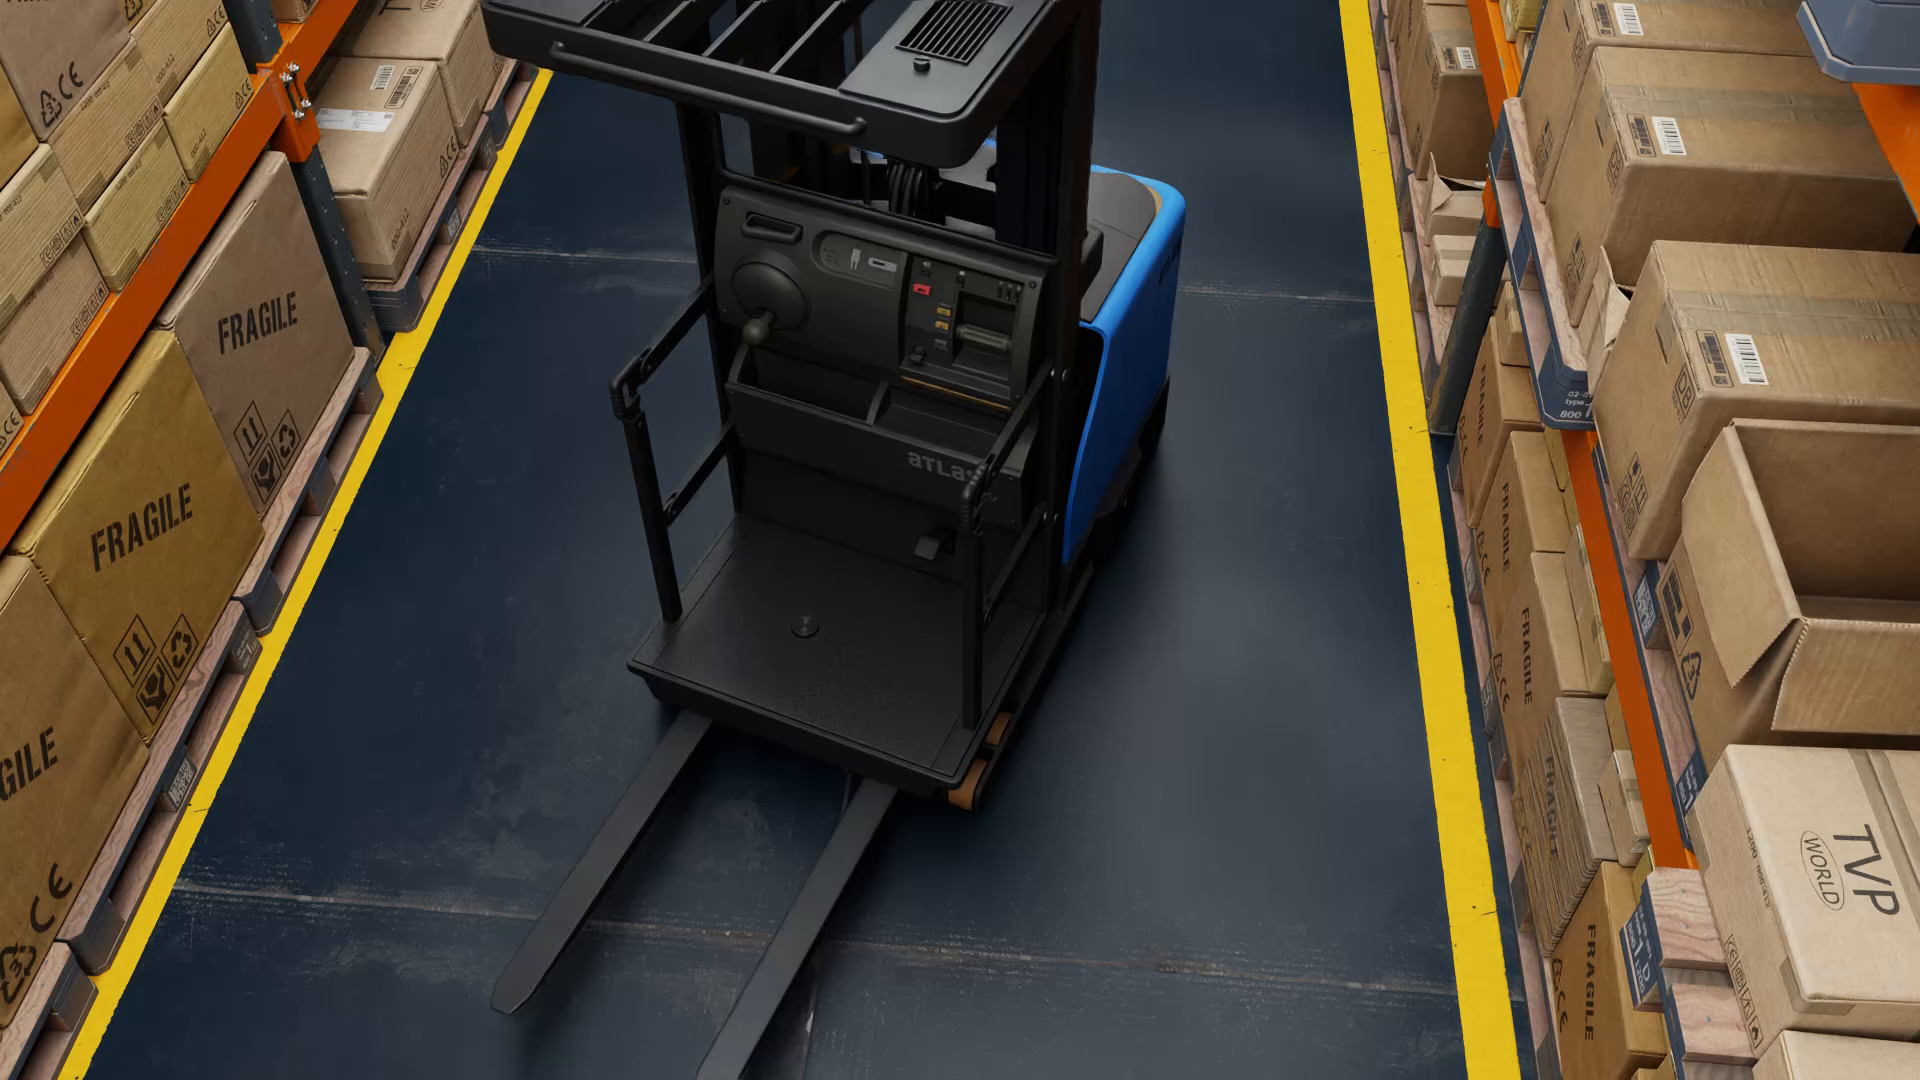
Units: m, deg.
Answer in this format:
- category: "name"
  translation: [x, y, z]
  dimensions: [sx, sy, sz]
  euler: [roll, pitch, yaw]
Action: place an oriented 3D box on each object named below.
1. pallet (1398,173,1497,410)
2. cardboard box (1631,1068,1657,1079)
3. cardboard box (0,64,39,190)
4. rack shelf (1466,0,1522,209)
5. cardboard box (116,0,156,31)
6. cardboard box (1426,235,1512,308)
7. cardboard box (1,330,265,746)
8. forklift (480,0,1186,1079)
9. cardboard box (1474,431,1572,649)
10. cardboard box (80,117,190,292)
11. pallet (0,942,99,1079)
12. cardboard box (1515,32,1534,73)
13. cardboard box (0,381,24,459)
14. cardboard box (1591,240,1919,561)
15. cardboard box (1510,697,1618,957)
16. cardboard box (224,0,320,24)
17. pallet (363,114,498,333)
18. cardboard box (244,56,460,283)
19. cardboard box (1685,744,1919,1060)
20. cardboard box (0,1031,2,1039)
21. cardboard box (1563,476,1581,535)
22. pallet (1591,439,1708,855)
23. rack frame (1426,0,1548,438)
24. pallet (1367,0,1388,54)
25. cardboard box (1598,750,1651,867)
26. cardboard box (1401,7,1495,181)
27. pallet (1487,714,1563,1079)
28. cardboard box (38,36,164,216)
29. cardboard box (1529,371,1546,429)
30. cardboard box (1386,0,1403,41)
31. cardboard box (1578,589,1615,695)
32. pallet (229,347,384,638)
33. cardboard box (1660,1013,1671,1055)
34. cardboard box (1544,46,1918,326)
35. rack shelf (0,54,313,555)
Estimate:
- category: "pallet"
  translation: [2.289, -0.970, 6.494]
  dimensions: [1.003, 0.211, 1.213]
  euler: [4, 48, 4]
- category: "cardboard box"
  translation: [1.741, 1.542, 3.716]
  dimensions: [0.500, 0.500, 0.500]
  euler: [3, 48, 3]
- category: "cardboard box"
  translation: [-2.614, -1.012, 3.897]
  dimensions: [0.500, 0.500, 0.500]
  euler: [5, 48, 5]
- category: "rack shelf"
  translation: [2.408, -2.634, 6.614]
  dimensions: [1.077, 0.370, 4.000]
  euler: [4, 48, 4]
- category: "cardboard box"
  translation: [-2.509, -1.764, 4.585]
  dimensions: [0.500, 0.500, 0.500]
  euler: [5, 48, 5]
- category: "cardboard box"
  translation: [1.984, -1.016, 6.293]
  dimensions: [0.380, 0.149, 0.250]
  euler: [3, 48, 2]
- category: "cardboard box"
  translation: [-2.769, -0.037, 4.907]
  dimensions: [0.875, 0.875, 0.875]
  euler: [5, 48, 5]
- category: "forklift"
  translation: [-0.312, -0.546, 4.263]
  dimensions: [1.130, 2.935, 3.031]
  euler: [18, 50, 16]
- category: "cardboard box"
  translation: [1.919, 0.027, 5.102]
  dimensions: [0.500, 0.500, 0.500]
  euler: [3, 48, 3]
- category: "cardboard box"
  translation: [-2.555, -0.967, 4.703]
  dimensions: [0.500, 0.250, 0.500]
  euler: [3, 48, 3]
- category: "pallet"
  translation: [-2.936, 1.568, 4.173]
  dimensions: [1.003, 0.211, 1.213]
  euler: [4, 48, 4]
- category: "cardboard box"
  translation: [2.003, -1.573, 5.326]
  dimensions: [0.380, 0.149, 0.250]
  euler: [4, 48, 4]
- category: "cardboard box"
  translation: [-2.663, -0.217, 4.017]
  dimensions: [0.500, 0.250, 0.500]
  euler: [4, 48, 4]
- category: "cardboard box"
  translation: [1.840, -0.285, 3.625]
  dimensions: [0.700, 0.500, 0.500]
  euler: [4, 48, 3]
- category: "cardboard box"
  translation: [1.815, 0.775, 4.418]
  dimensions: [0.500, 0.500, 0.500]
  euler: [2, 48, 2]
- category: "cardboard box"
  translation: [-2.414, -2.099, 5.569]
  dimensions: [0.500, 0.500, 0.500]
  euler: [5, 48, 5]
- category: "pallet"
  translation: [-2.571, -1.350, 6.842]
  dimensions: [1.003, 0.211, 1.213]
  euler: [4, 48, 4]
- category: "cardboard box"
  translation: [-2.554, -1.469, 6.513]
  dimensions: [0.875, 0.438, 0.875]
  euler: [3, 48, 3]
- category: "cardboard box"
  translation: [1.635, 0.644, 2.945]
  dimensions: [0.500, 0.250, 0.500]
  euler: [2, 48, 2]
- category: "cardboard box"
  translation: [-2.937, 1.275, 3.707]
  dimensions: [0.875, 0.875, 0.875]
  euler: [3, 48, 3]
- category: "cardboard box"
  translation: [1.956, -0.078, 4.758]
  dimensions: [0.380, 0.149, 0.250]
  euler: [3, 48, 3]
- category: "pallet"
  translation: [2.034, 0.168, 3.694]
  dimensions: [1.003, 0.211, 1.213]
  euler: [4, 48, 4]
- category: "rack frame"
  translation: [2.225, -1.407, 5.004]
  dimensions: [1.000, 3.000, 0.127]
  euler: [4, 48, 4]
- category: "pallet"
  translation: [2.511, -2.763, 8.134]
  dimensions: [1.003, 0.211, 1.213]
  euler: [4, 48, 4]
- category: "cardboard box"
  translation: [1.802, 0.663, 4.081]
  dimensions: [0.380, 0.149, 0.250]
  euler: [2, 48, 2]
- category: "cardboard box"
  translation: [2.229, -1.813, 6.785]
  dimensions: [0.700, 0.500, 0.500]
  euler: [2, 48, 2]
- category: "pallet"
  translation: [2.080, 1.034, 4.662]
  dimensions: [1.003, 0.211, 1.213]
  euler: [4, 48, 4]
- category: "cardboard box"
  translation: [-2.554, -1.148, 4.530]
  dimensions: [0.500, 0.250, 0.500]
  euler: [5, 48, 4]
- category: "cardboard box"
  translation: [1.980, -0.469, 5.116]
  dimensions: [0.380, 0.149, 0.250]
  euler: [3, 48, 2]
- category: "cardboard box"
  translation: [2.323, -2.576, 7.482]
  dimensions: [0.700, 0.500, 0.500]
  euler: [6, 48, 5]
- category: "cardboard box"
  translation: [1.871, 0.286, 4.426]
  dimensions: [0.380, 0.149, 0.250]
  euler: [5, 48, 5]
- category: "pallet"
  translation: [-2.713, -0.225, 5.812]
  dimensions: [1.003, 0.211, 1.213]
  euler: [4, 48, 4]
- category: "cardboard box"
  translation: [1.785, 1.051, 3.725]
  dimensions: [0.380, 0.149, 0.250]
  euler: [5, 48, 5]
- category: "cardboard box"
  translation: [1.911, -0.861, 4.153]
  dimensions: [0.700, 0.500, 0.500]
  euler: [4, 48, 4]
- category: "rack shelf"
  translation: [-2.900, -0.025, 4.228]
  dimensions: [1.077, 0.370, 4.000]
  euler: [4, 48, 4]
